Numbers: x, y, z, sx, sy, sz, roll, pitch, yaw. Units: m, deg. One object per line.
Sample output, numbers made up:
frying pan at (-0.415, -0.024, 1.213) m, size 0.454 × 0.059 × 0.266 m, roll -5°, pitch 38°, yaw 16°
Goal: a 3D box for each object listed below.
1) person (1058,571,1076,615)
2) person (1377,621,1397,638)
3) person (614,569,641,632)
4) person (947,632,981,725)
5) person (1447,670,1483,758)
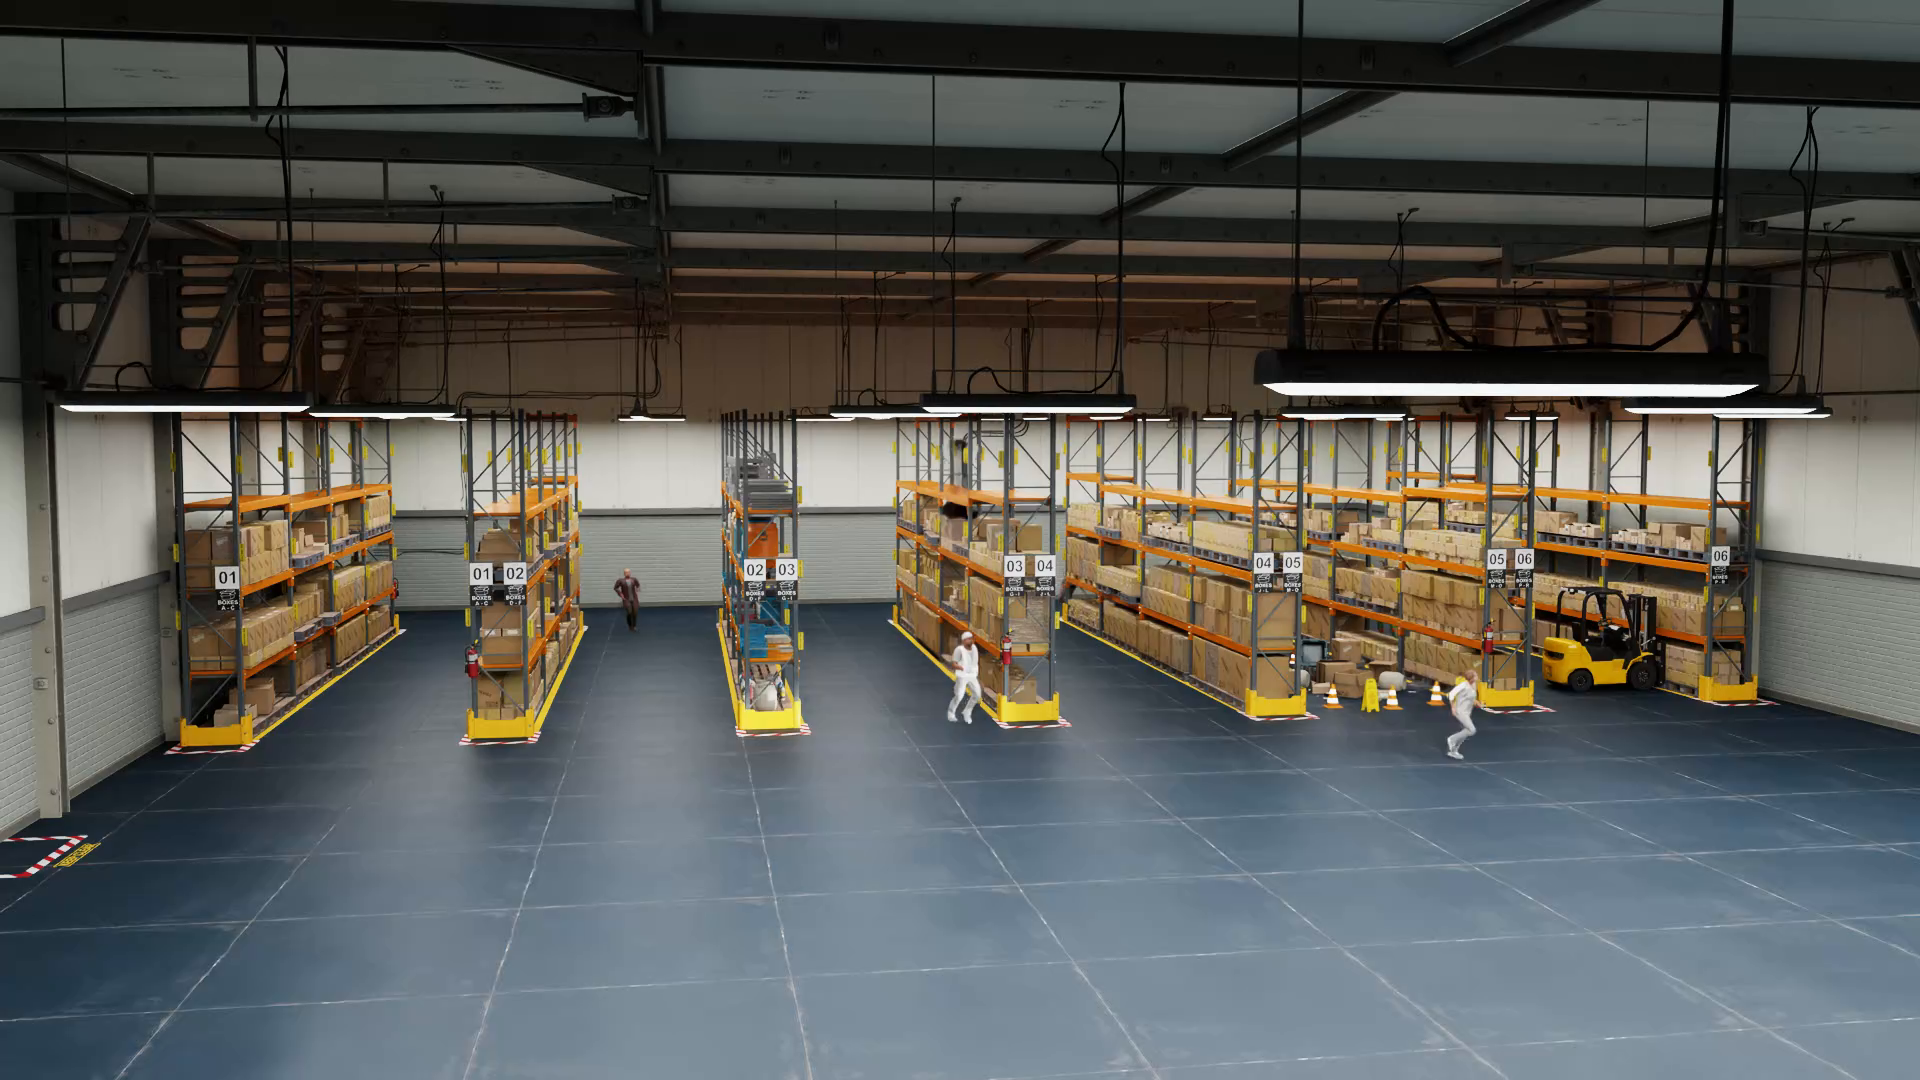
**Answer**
person at (3.202, 1.434, 49.493) m, size 0.522 × 1.670 × 0.671 m, roll -3°, pitch 5°, yaw -34°
person at (11.002, 1.830, 42.846) m, size 0.646 × 1.840 × 0.886 m, roll -1°, pitch 4°, yaw -12°
person at (-9.104, 1.767, 45.768) m, size 0.716 × 1.553 × 0.688 m, roll -2°, pitch 5°, yaw -29°
person at (0.141, 2.631, 31.712) m, size 0.718 × 1.785 × 0.714 m, roll -3°, pitch 5°, yaw -35°
person at (8.635, 2.974, 28.399) m, size 0.588 × 1.530 × 0.511 m, roll 3°, pitch 5°, yaw 37°
